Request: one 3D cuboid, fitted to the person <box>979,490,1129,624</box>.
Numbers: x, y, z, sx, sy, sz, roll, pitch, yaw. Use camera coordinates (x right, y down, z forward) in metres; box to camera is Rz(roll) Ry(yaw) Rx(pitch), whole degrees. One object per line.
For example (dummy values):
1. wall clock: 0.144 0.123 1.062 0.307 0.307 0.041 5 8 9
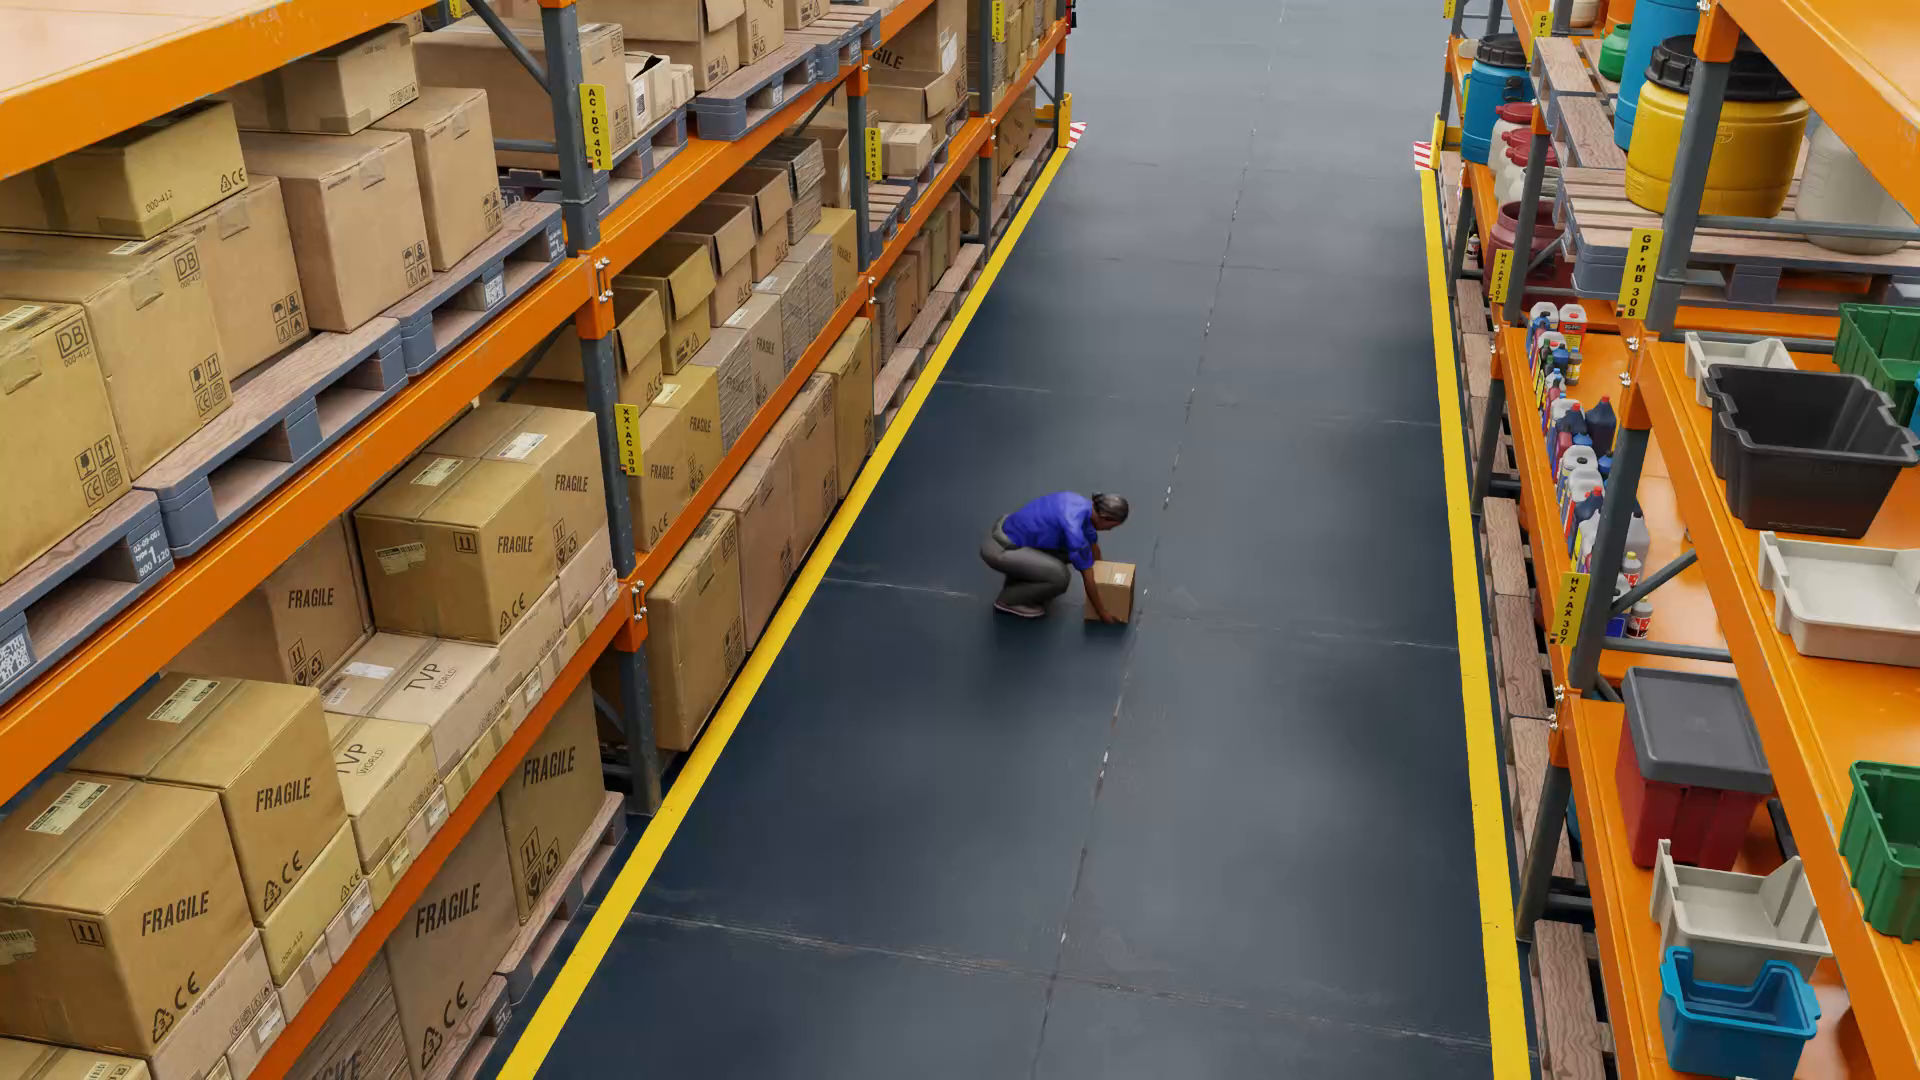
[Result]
1. person: 0.537 0.080 9.492 0.841 0.807 0.470 6 30 11
